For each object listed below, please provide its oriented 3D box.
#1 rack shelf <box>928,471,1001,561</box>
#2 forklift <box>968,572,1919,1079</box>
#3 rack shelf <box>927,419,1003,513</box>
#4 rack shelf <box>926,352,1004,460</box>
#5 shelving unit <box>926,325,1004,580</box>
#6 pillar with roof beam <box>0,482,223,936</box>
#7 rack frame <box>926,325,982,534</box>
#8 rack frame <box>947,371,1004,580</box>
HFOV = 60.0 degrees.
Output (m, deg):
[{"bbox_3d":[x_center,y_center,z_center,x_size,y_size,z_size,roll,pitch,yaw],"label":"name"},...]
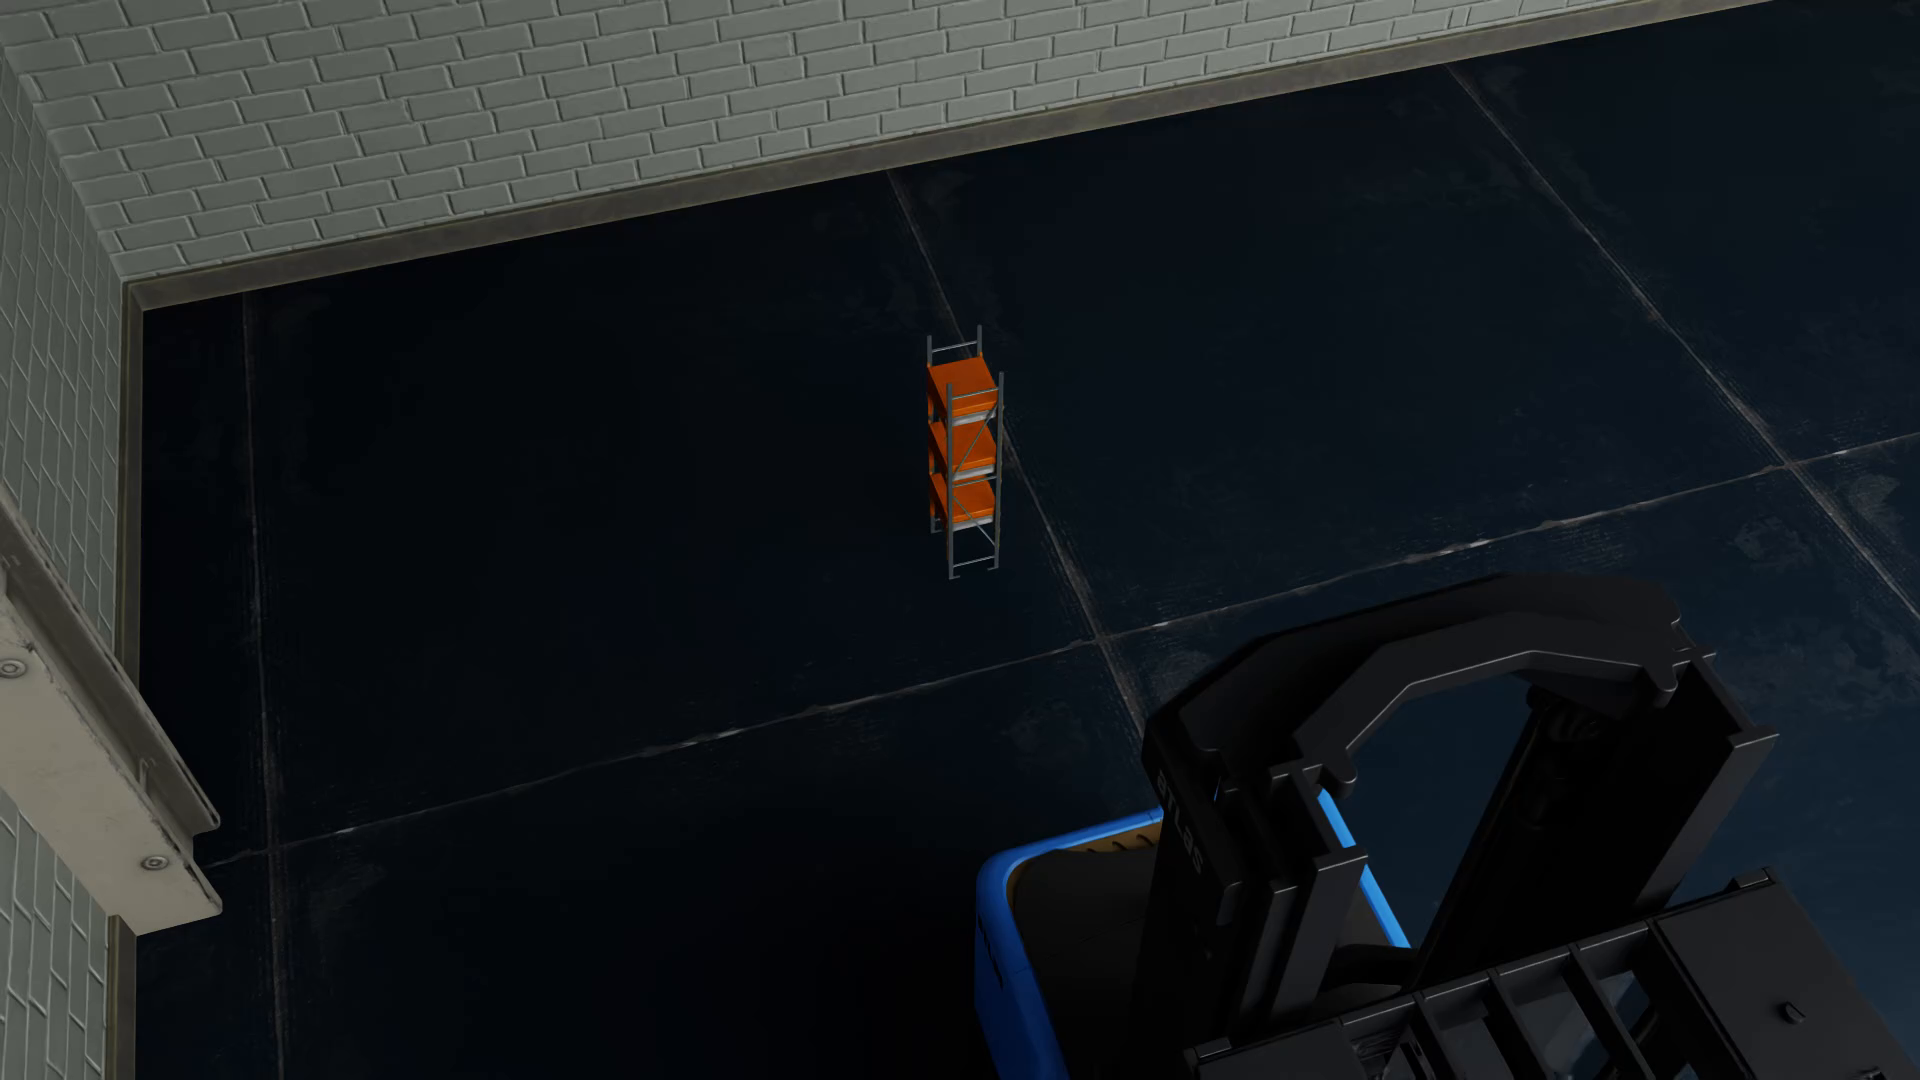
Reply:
[{"bbox_3d":[0.016,-0.113,6.326,0.215,0.259,0.240,-13,51,-11],"label":"rack shelf"},{"bbox_3d":[0.956,1.561,3.307,1.130,2.935,3.031,-14,51,-11],"label":"forklift"},{"bbox_3d":[0.016,-0.292,6.113,0.215,0.259,0.240,-13,51,-11],"label":"rack shelf"},{"bbox_3d":[0.016,-0.475,5.896,0.215,0.259,0.240,-13,51,-11],"label":"rack shelf"},{"bbox_3d":[0.016,-0.299,6.105,0.215,1.050,0.252,-13,51,-11],"label":"shelving unit"},{"bbox_3d":[1.467,-2.749,2.971,9.100,9.000,0.400,-13,51,-11],"label":"pillar with roof beam"},{"bbox_3d":[-0.020,-0.388,6.180,0.200,1.050,0.008,-13,51,-11],"label":"rack frame"},{"bbox_3d":[0.052,-0.210,6.030,0.200,1.050,0.008,-13,51,-11],"label":"rack frame"}]
